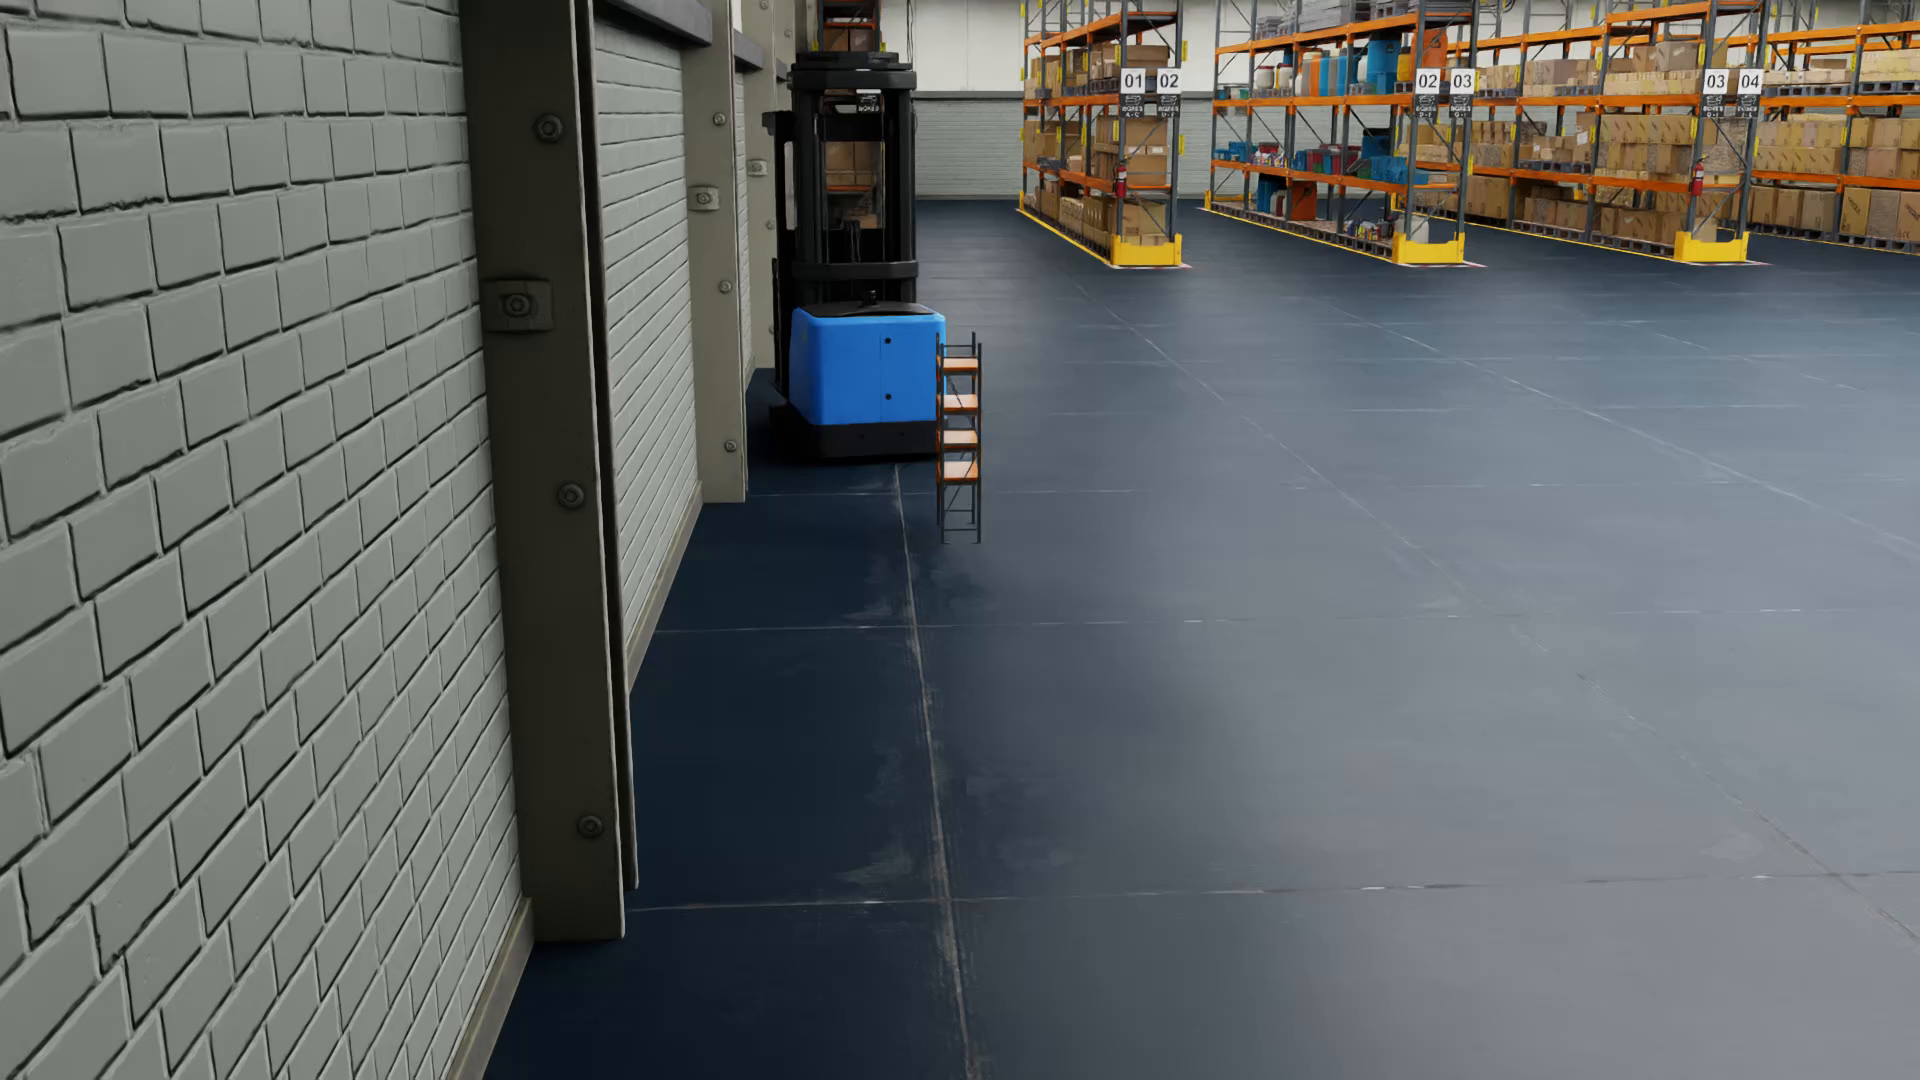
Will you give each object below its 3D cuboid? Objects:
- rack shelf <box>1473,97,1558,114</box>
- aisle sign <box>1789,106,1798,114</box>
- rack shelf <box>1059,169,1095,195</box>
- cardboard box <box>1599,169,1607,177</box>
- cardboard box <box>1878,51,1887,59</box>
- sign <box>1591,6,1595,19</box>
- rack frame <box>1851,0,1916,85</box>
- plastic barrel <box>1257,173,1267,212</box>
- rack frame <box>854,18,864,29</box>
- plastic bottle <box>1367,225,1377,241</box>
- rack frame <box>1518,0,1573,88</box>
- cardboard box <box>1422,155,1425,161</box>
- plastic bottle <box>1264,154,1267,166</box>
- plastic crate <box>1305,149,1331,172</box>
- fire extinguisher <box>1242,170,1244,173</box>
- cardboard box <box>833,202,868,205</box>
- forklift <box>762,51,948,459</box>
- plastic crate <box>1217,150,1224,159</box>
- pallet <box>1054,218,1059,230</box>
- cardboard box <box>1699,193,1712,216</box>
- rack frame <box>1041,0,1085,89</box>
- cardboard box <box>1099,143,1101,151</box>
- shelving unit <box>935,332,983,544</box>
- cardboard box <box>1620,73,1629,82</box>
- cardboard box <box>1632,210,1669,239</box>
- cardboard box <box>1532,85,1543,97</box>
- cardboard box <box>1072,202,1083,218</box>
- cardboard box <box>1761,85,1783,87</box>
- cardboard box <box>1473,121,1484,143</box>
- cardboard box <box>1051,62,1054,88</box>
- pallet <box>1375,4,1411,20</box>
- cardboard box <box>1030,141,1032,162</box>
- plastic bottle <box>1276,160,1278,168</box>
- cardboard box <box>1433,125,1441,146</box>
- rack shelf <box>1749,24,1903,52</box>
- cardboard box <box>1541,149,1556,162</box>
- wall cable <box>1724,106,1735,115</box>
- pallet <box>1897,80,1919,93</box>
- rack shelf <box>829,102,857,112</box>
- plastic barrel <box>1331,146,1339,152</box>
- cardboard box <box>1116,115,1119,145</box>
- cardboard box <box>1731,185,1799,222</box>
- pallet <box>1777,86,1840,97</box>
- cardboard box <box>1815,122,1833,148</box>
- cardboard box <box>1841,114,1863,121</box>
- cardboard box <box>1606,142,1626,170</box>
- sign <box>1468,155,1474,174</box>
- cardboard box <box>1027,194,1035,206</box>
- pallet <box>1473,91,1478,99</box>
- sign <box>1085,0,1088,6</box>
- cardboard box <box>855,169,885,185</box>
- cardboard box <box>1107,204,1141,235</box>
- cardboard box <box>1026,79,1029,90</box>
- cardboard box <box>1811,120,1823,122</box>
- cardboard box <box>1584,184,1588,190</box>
[{"bbox_3d":[12.413,-9.884,37.847,1.077,0.370,4.000,-1,14,-3],"label":"rack shelf"},{"bbox_3d":[22.237,-11.707,44.290,0.394,0.787,0.004,-1,14,-3],"label":"aisle sign"},{"bbox_3d":[2.773,-7.285,33.764,1.077,0.370,4.000,-1,14,-3],"label":"rack shelf"},{"bbox_3d":[12.500,-7.046,31.895,0.380,0.149,0.250,-1,14,-3],"label":"cardboard box"},{"bbox_3d":[17.457,-9.086,31.162,0.380,0.149,0.250,-1,14,-4],"label":"cardboard box"},{"bbox_3d":[16.456,-13.711,43.225,0.100,0.325,0.005,-1,14,-3],"label":"sign"},{"bbox_3d":[17.741,-10.245,31.784,1.000,3.000,0.127,-1,14,-3],"label":"rack frame"},{"bbox_3d":[7.362,-8.253,39.450,0.600,0.901,0.708,-1,14,-3],"label":"plastic barrel"},{"bbox_3d":[-2.047,-9.964,30.693,1.000,3.000,0.127,-1,14,-3],"label":"rack frame"},{"bbox_3d":[7.549,-5.624,30.447,0.152,0.276,0.135,-1,14,-3],"label":"plastic bottle"},{"bbox_3d":[12.537,-11.188,35.451,1.000,3.000,0.127,-1,14,-3],"label":"rack frame"},{"bbox_3d":[11.848,-9.610,41.859,0.380,0.149,0.250,-1,14,-3],"label":"cardboard box"},{"bbox_3d":[7.066,-8.732,38.193,0.152,0.276,0.135,-1,14,-3],"label":"plastic bottle"},{"bbox_3d":[7.388,-7.831,34.313,0.402,0.464,0.583,-1,14,-3],"label":"plastic crate"},{"bbox_3d":[7.542,-10.022,43.863,0.296,0.674,0.183,-1,14,-3],"label":"fire extinguisher"},{"bbox_3d":[-2.223,-6.624,33.887,0.700,0.500,0.500,-1,14,-4],"label":"cardboard box"},{"bbox_3d":[-0.949,-2.337,13.229,1.130,2.935,3.031,-4,15,-14],"label":"forklift"},{"bbox_3d":[6.825,-9.914,42.752,0.416,0.233,0.300,-1,14,-3],"label":"plastic crate"},{"bbox_3d":[2.641,-6.966,36.679,1.003,0.211,1.213,-1,14,-3],"label":"pallet"},{"bbox_3d":[17.163,-7.616,37.780,0.500,0.500,0.500,0,14,-1],"label":"cardboard box"},{"bbox_3d":[2.401,-12.031,38.726,1.000,3.000,0.127,-1,14,-3],"label":"rack frame"},{"bbox_3d":[2.771,-7.237,30.631,0.380,0.149,0.250,-1,14,-4],"label":"cardboard box"},{"bbox_3d":[-0.010,-0.622,10.037,0.258,1.200,0.503,-1,14,-3],"label":"shelving unit"},{"bbox_3d":[12.577,-8.642,31.077,0.380,0.149,0.250,-1,14,-3],"label":"cardboard box"},{"bbox_3d":[12.929,-5.885,31.053,0.500,0.500,0.500,-2,15,-8],"label":"cardboard box"},{"bbox_3d":[12.343,-9.414,34.877,0.500,0.250,0.500,-1,14,-2],"label":"cardboard box"},{"bbox_3d":[2.519,-6.629,33.321,0.500,0.311,0.500,-1,14,-4],"label":"cardboard box"},{"bbox_3d":[17.724,-9.981,36.580,0.500,0.500,0.500,-1,14,-3],"label":"cardboard box"},{"bbox_3d":[12.368,-9.482,38.646,0.797,0.503,0.637,-1,14,-3],"label":"cardboard box"},{"bbox_3d":[2.423,-10.586,37.887,0.600,0.600,0.600,-1,14,-4],"label":"cardboard box"},{"bbox_3d":[7.999,-9.323,29.383,1.003,0.211,1.213,-1,14,-3],"label":"pallet"},{"bbox_3d":[2.013,-9.677,41.416,0.500,0.500,0.500,-1,14,-3],"label":"cardboard box"},{"bbox_3d":[7.109,-8.411,37.097,0.097,0.201,0.097,0,14,0],"label":"plastic bottle"},{"bbox_3d":[11.967,-9.947,40.866,0.500,0.500,0.500,-1,14,-3],"label":"cardboard box"},{"bbox_3d":[17.617,-10.200,33.857,1.077,0.370,4.000,-1,14,-3],"label":"rack shelf"},{"bbox_3d":[12.411,-7.993,34.531,0.500,0.250,0.500,-1,14,-5],"label":"cardboard box"},{"bbox_3d":[22.974,-12.344,49.944,0.588,1.984,0.122,-1,14,-3],"label":"wall cable"},{"bbox_3d":[17.854,-8.243,30.201,1.003,0.211,1.213,-1,14,-3],"label":"pallet"},{"bbox_3d":[-2.171,-8.660,33.089,1.077,0.370,4.000,-1,14,-3],"label":"rack shelf"},{"bbox_3d":[7.896,-7.903,34.498,0.421,0.512,0.421,0,14,0],"label":"plastic barrel"},{"bbox_3d":[3.087,-7.078,28.712,0.700,0.500,0.500,-1,14,-5],"label":"cardboard box"},{"bbox_3d":[17.441,-7.295,36.032,1.050,0.750,0.750,-1,14,-4],"label":"cardboard box"},{"bbox_3d":[17.659,-9.258,34.348,1.003,0.211,1.213,0,14,-1],"label":"pallet"},{"bbox_3d":[17.671,-8.123,33.371,0.700,0.500,0.500,-1,14,-4],"label":"cardboard box"},{"bbox_3d":[21.843,-10.349,40.720,0.380,0.149,0.250,-1,14,-5],"label":"cardboard box"},{"bbox_3d":[12.747,-7.243,31.358,0.875,0.500,0.500,-1,14,-3],"label":"cardboard box"},{"bbox_3d":[8.638,-6.358,28.162,0.100,0.325,0.005,-1,14,-3],"label":"sign"},{"bbox_3d":[1.966,-8.613,42.119,0.500,0.250,0.500,-1,14,-3],"label":"cardboard box"},{"bbox_3d":[12.395,-10.410,38.831,0.805,0.209,1.217,-1,15,-6],"label":"pallet"},{"bbox_3d":[2.955,-12.570,38.629,0.100,0.325,0.005,-1,14,-3],"label":"sign"},{"bbox_3d":[-1.512,-6.127,28.081,0.500,0.250,0.500,-1,14,-5],"label":"cardboard box"},{"bbox_3d":[2.815,-5.505,28.572,0.500,0.500,0.500,-1,14,-3],"label":"cardboard box"},{"bbox_3d":[1.949,-11.486,41.927,0.500,0.250,0.500,-1,14,-3],"label":"cardboard box"},{"bbox_3d":[21.811,-10.329,41.944,0.500,0.500,0.500,-1,14,-3],"label":"cardboard box"},{"bbox_3d":[16.691,-9.299,43.833,0.380,0.149,0.250,-2,15,-6],"label":"cardboard box"}]
